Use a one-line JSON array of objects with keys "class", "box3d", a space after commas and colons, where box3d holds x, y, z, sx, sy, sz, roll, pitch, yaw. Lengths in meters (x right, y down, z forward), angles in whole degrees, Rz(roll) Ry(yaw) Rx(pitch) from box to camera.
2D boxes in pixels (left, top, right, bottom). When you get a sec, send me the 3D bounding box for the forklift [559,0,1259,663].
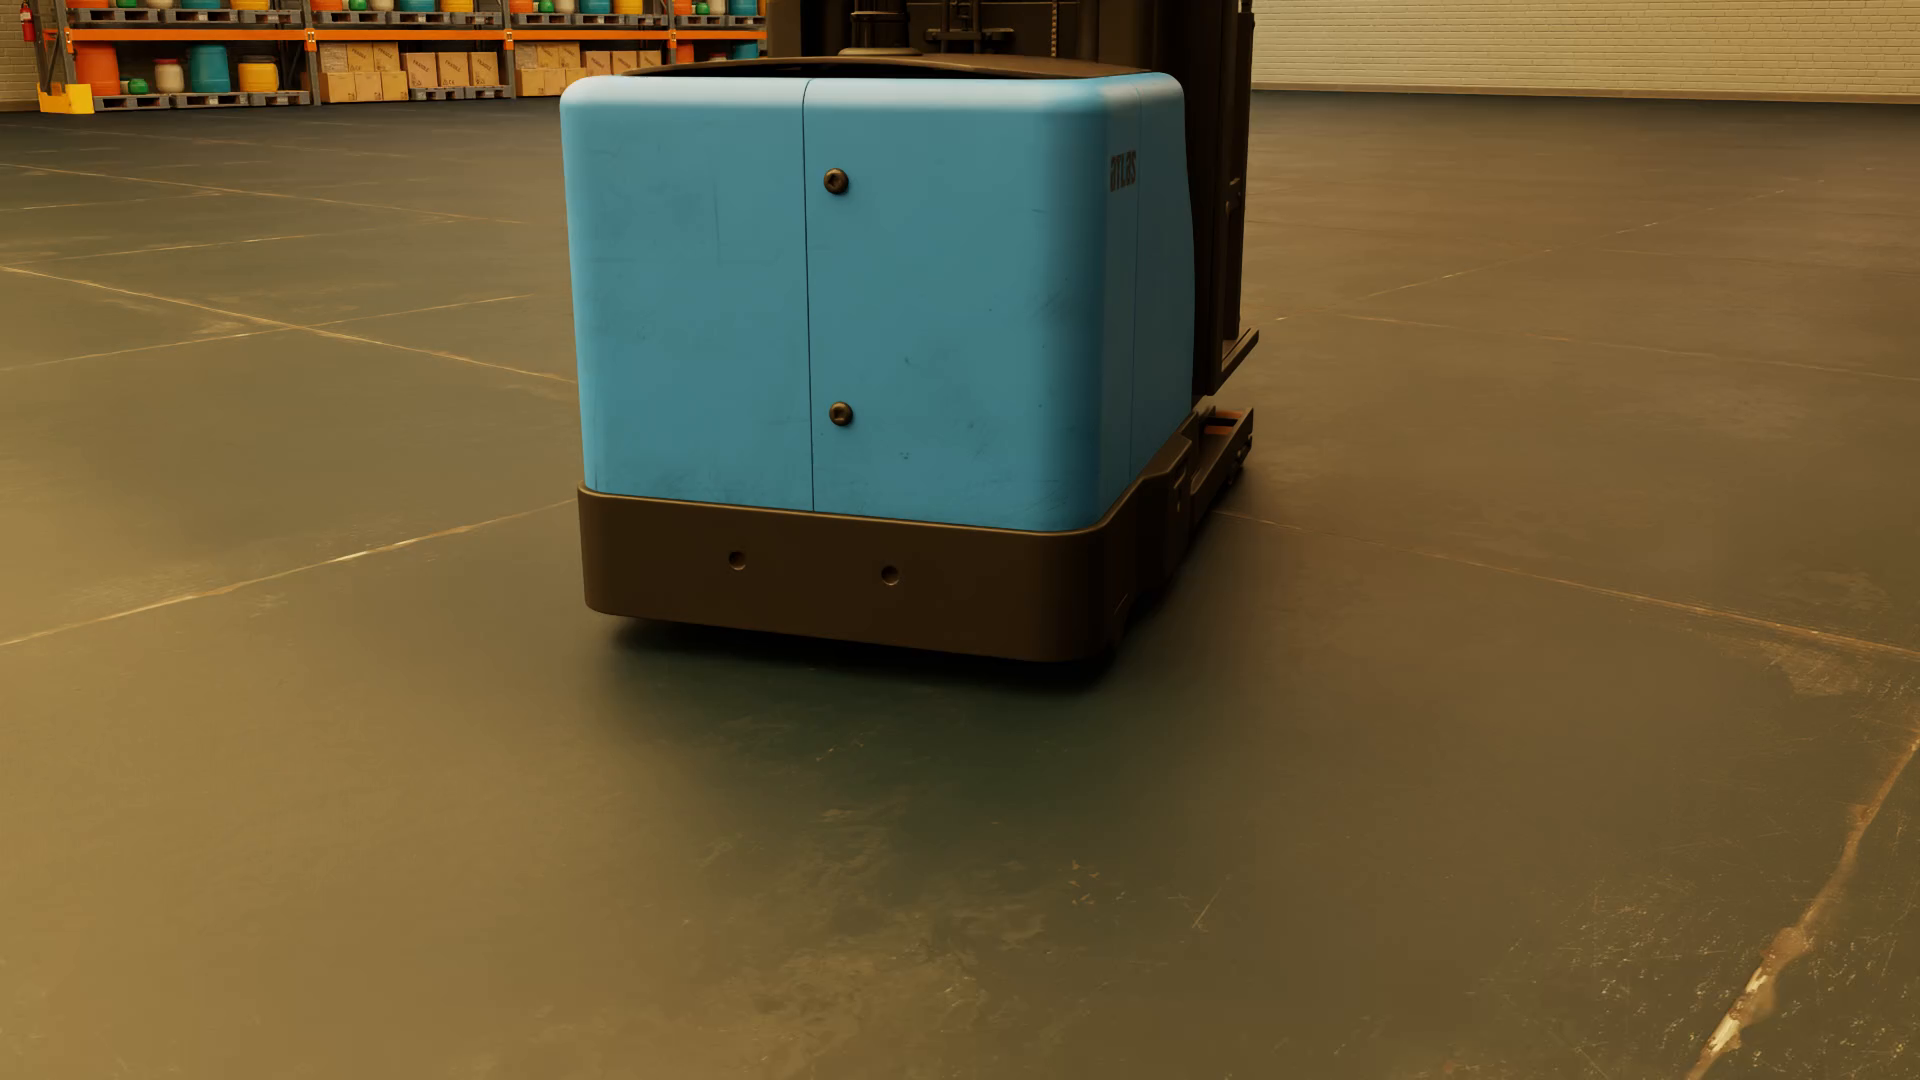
[{"class": "forklift", "box3d": [0.182, -1.571, 4.072, 1.130, 2.935, 3.031, 5, 18, 17]}]
